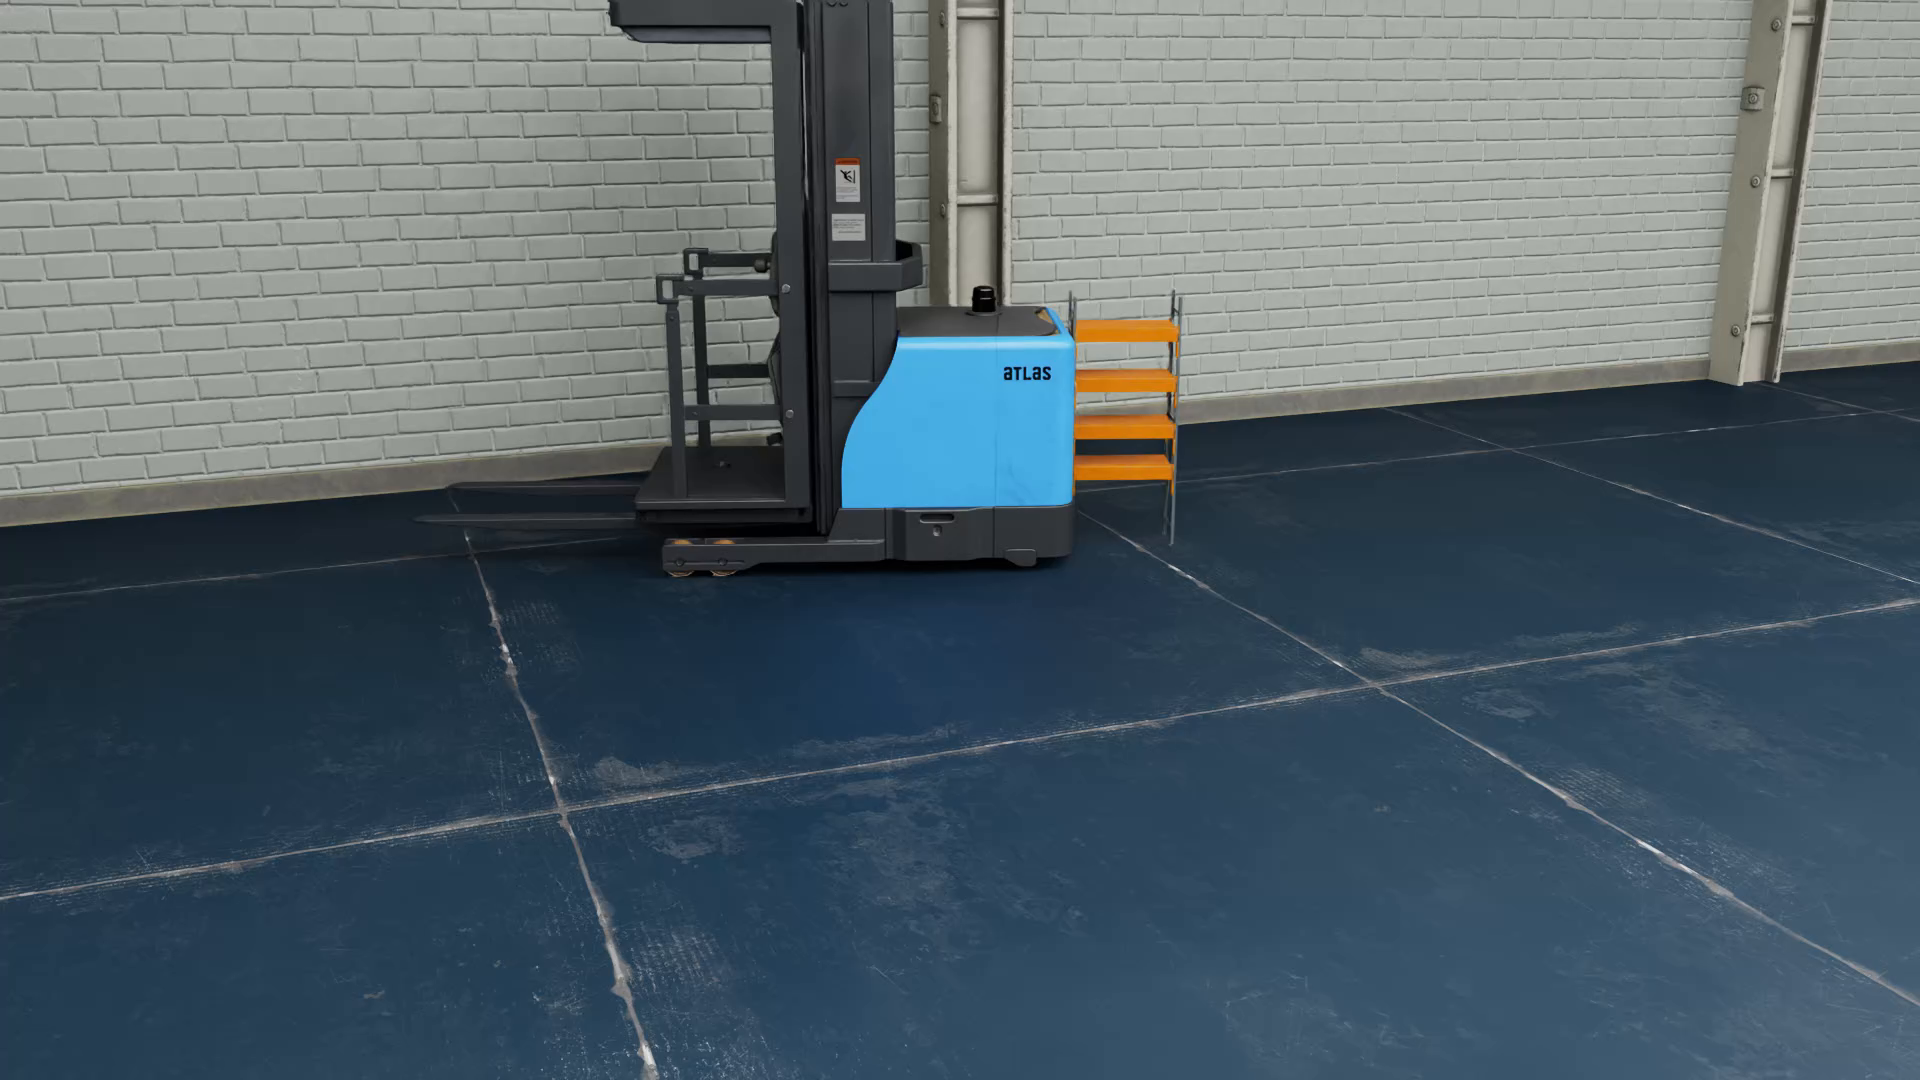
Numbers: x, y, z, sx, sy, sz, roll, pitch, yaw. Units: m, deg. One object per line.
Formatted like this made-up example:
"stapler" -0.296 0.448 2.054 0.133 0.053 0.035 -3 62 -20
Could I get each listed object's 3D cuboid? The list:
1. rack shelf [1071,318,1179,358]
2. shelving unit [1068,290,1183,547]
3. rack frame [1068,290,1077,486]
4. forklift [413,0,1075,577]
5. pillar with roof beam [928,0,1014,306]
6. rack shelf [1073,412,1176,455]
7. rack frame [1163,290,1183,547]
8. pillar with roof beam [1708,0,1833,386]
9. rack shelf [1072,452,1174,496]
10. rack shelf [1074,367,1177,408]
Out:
"rack shelf" 0.769 -0.951 7.813 0.480 0.148 0.258 -1 16 -2
"shelving unit" 0.769 -0.574 7.924 0.503 1.200 0.258 -1 16 -2
"rack frame" 0.525 -0.572 7.916 0.015 1.200 0.240 -1 16 -2
"forklift" -1.005 -1.390 7.629 3.031 2.935 1.130 -1 16 -2
"pillar with roof beam" 1.602 -3.739 4.859 0.400 9.000 9.100 -6 17 -20
"rack shelf" 0.769 -0.510 7.943 0.480 0.148 0.258 -1 16 -2
"rack frame" 1.013 -0.577 7.932 0.015 1.200 0.240 -1 16 -2
"pillar with roof beam" 7.205 -4.344 6.919 0.400 9.000 9.100 -6 17 -20
"rack shelf" 0.769 -0.319 7.999 0.480 0.148 0.258 -1 16 -2
"rack shelf" 0.769 -0.724 7.880 0.480 0.148 0.258 -1 16 -2
